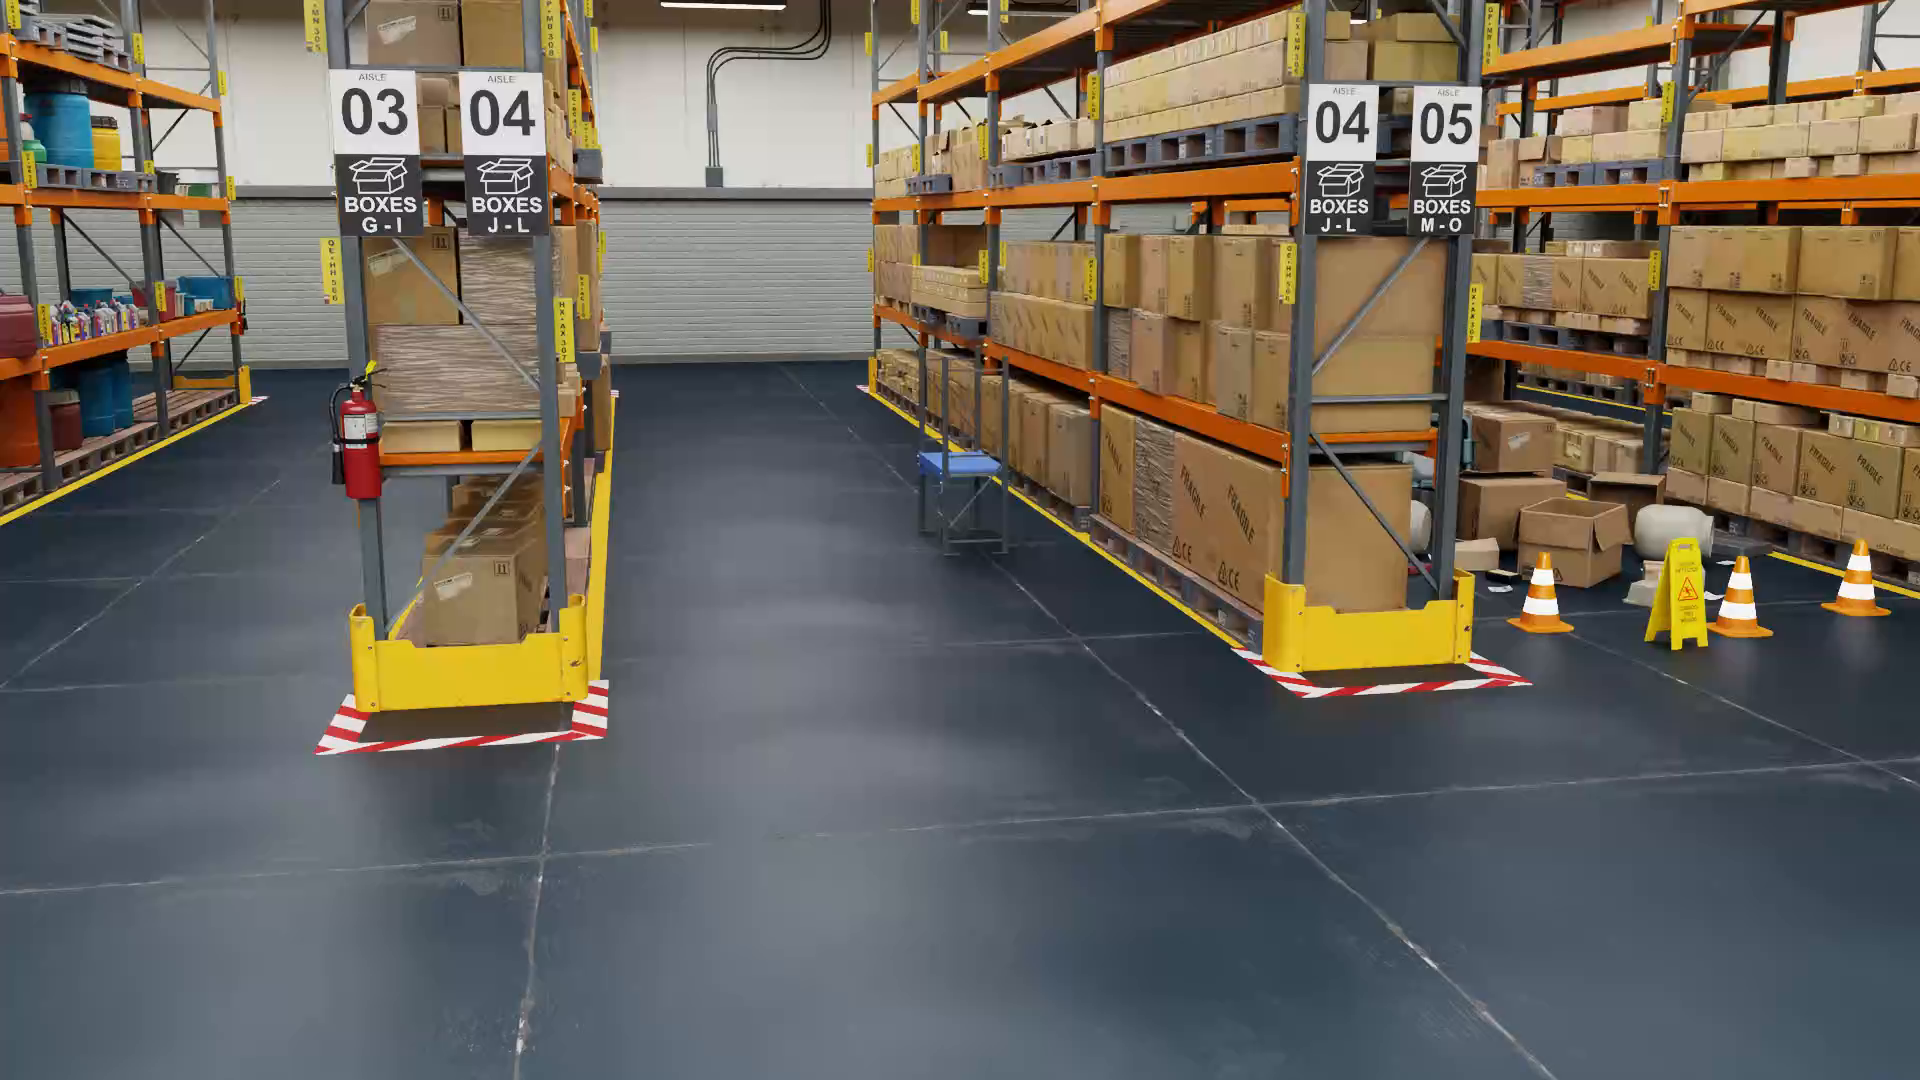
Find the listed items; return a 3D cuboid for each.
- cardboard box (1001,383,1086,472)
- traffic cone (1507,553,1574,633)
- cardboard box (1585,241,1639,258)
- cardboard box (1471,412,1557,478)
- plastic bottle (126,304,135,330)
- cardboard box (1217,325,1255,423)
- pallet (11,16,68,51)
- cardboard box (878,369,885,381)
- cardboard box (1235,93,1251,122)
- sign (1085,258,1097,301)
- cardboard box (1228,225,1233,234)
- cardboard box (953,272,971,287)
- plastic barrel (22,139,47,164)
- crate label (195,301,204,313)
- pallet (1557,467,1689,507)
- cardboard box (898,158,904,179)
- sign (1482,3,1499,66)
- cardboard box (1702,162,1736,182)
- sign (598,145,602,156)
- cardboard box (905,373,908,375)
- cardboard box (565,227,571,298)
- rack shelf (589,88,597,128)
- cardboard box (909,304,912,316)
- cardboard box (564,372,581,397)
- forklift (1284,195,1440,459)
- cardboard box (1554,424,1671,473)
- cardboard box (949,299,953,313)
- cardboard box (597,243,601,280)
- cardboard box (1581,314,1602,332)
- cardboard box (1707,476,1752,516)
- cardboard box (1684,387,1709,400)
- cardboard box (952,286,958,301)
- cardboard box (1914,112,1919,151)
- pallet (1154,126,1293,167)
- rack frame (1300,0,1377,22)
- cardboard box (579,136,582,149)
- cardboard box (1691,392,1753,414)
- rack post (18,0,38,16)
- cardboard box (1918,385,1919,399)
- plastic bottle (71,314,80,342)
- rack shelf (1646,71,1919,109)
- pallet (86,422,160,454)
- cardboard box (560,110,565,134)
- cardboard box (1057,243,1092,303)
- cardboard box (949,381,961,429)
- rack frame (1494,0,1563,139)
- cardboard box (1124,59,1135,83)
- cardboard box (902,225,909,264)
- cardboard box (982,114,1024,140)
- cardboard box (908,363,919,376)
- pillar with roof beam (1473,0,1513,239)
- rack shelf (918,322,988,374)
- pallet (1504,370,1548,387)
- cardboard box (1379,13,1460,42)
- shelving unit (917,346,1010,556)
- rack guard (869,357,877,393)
[{"bbox_3d":[0.977,-1.080,15.743,1.050,0.750,0.750,-2,11,-10],"label":"cardboard box"},{"bbox_3d":[3.619,0.310,10.329,0.336,0.463,0.334,-2,11,-11],"label":"traffic cone"},{"bbox_3d":[5.930,-2.642,15.133,0.380,0.149,0.250,-2,11,-13],"label":"cardboard box"},{"bbox_3d":[4.648,-0.793,14.000,0.500,0.500,0.500,-2,11,-11],"label":"cardboard box"},{"bbox_3d":[-9.264,-2.487,18.554,0.061,0.283,0.133,-2,11,-11],"label":"plastic bottle"},{"bbox_3d":[2.085,-1.027,10.169,0.875,0.550,0.550,-2,11,-11],"label":"cardboard box"},{"bbox_3d":[-9.080,-4.704,15.416,1.213,0.211,1.003,-2,11,-11],"label":"pallet"},{"bbox_3d":[-0.994,-2.420,24.388,0.380,0.149,0.250,-2,11,-10],"label":"cardboard box"},{"bbox_3d":[1.834,-2.534,9.749,0.380,0.149,0.250,-2,11,-10],"label":"cardboard box"},{"bbox_3d":[1.021,-2.029,12.949,0.100,0.325,0.005,-2,11,-11],"label":"sign"},{"bbox_3d":[4.089,-4.465,23.958,0.380,0.149,0.250,-2,11,-10],"label":"cardboard box"},{"bbox_3d":[0.131,-2.797,17.826,0.380,0.149,0.250,-2,11,-9],"label":"cardboard box"},{"bbox_3d":[-8.950,-3.718,15.981,0.294,0.245,0.294,0,11,0],"label":"plastic barrel"},{"bbox_3d":[-10.069,-3.033,21.652,0.396,0.136,0.243,-2,11,-11],"label":"crate label"},{"bbox_3d":[6.235,-0.492,15.217,1.003,0.211,1.213,-2,11,-11],"label":"pallet"},{"bbox_3d":[-0.539,-4.900,21.960,0.500,0.250,0.500,-2,11,-9],"label":"cardboard box"},{"bbox_3d":[2.875,-2.748,9.039,0.100,0.325,0.005,-2,11,-11],"label":"sign"},{"bbox_3d":[6.201,-2.953,13.339,0.380,0.149,0.250,-2,11,-11],"label":"cardboard box"},{"bbox_3d":[-5.132,-5.446,23.611,0.100,0.325,0.005,-2,11,-11],"label":"sign"},{"bbox_3d":[-0.533,-2.179,22.330,0.380,0.149,0.250,-2,11,-10],"label":"cardboard box"},{"bbox_3d":[-2.584,-1.606,9.875,0.500,0.500,0.500,-2,11,-11],"label":"cardboard box"},{"bbox_3d":[-5.278,-5.590,21.493,1.077,0.370,4.000,-2,11,-11],"label":"rack shelf"},{"bbox_3d":[-0.446,-2.952,21.353,0.380,0.149,0.250,-2,11,-13],"label":"cardboard box"},{"bbox_3d":[-2.816,-1.071,11.471,0.380,0.149,0.250,-2,11,-11],"label":"cardboard box"},{"bbox_3d":[3.645,-1.855,15.103,1.130,2.935,3.031,-3,11,-15],"label":"forklift"},{"bbox_3d":[6.140,-0.862,15.610,0.950,0.372,0.625,-1,11,-7],"label":"cardboard box"},{"bbox_3d":[0.085,-2.549,18.118,0.380,0.149,0.250,-2,11,-12],"label":"cardboard box"},{"bbox_3d":[-5.314,-3.921,23.373,0.500,0.500,0.500,-2,11,-10],"label":"cardboard box"},{"bbox_3d":[5.898,-1.981,15.133,0.380,0.149,0.250,-2,11,-12],"label":"cardboard box"},{"bbox_3d":[6.352,-0.359,13.292,0.500,0.250,0.500,-1,11,-8],"label":"cardboard box"},{"bbox_3d":[9.779,-2.060,21.559,0.500,0.500,0.500,-2,11,-13],"label":"cardboard box"},{"bbox_3d":[0.124,-2.654,17.873,0.380,0.149,0.250,-2,11,-10],"label":"cardboard box"},{"bbox_3d":[6.718,-2.708,10.987,0.500,0.250,0.500,-2,11,-12],"label":"cardboard box"},{"bbox_3d":[1.935,-2.577,10.927,1.003,0.211,1.213,-2,11,-11],"label":"pallet"},{"bbox_3d":[4.832,-6.133,21.354,1.000,3.000,0.127,-2,11,-11],"label":"rack frame"},{"bbox_3d":[-3.663,-3.689,14.927,0.500,0.500,0.500,-2,11,-11],"label":"cardboard box"},{"bbox_3d":[6.203,-1.119,13.541,0.380,0.149,0.250,-2,11,-10],"label":"cardboard box"},{"bbox_3d":[-9.151,-4.954,15.357,0.954,0.300,0.937,-2,11,-11],"label":"rack post"},{"bbox_3d":[6.696,-1.013,11.169,0.380,0.149,0.250,-2,11,-12],"label":"cardboard box"},{"bbox_3d":[-8.912,-2.132,16.719,0.097,0.271,0.097,0,11,0],"label":"plastic bottle"},{"bbox_3d":[10.089,-5.398,20.484,1.077,0.370,4.000,-2,11,-11],"label":"rack shelf"},{"bbox_3d":[-9.638,-1.133,18.585,1.003,0.211,1.213,-2,11,-11],"label":"pallet"},{"bbox_3d":[-2.811,-2.760,10.990,0.380,0.149,0.250,-2,11,-13],"label":"cardboard box"},{"bbox_3d":[1.250,-2.339,14.520,0.700,0.500,0.500,-2,11,-11],"label":"cardboard box"},{"bbox_3d":[0.173,-1.535,18.804,0.500,0.500,0.500,-3,11,-14],"label":"cardboard box"},{"bbox_3d":[8.922,-7.048,26.161,1.000,3.000,0.127,-2,11,-11],"label":"rack frame"},{"bbox_3d":[1.389,-3.346,11.878,0.380,0.149,0.250,-2,11,-12],"label":"cardboard box"},{"bbox_3d":[-0.467,-3.845,21.640,0.500,0.500,0.500,-2,11,-13],"label":"cardboard box"},{"bbox_3d":[0.440,-4.218,16.996,0.396,0.266,0.258,-2,11,-11],"label":"cardboard box"},{"bbox_3d":[-0.473,-2.233,21.814,0.380,0.149,0.250,-2,11,-12],"label":"cardboard box"},{"bbox_3d":[5.059,-7.419,28.108,9.100,9.000,0.548,-2,11,-11],"label":"pillar with roof beam"},{"bbox_3d":[0.385,-2.268,19.012,1.077,0.370,4.000,-2,11,-11],"label":"rack shelf"},{"bbox_3d":[9.093,-2.571,26.141,1.003,0.211,1.213,-2,11,-11],"label":"pallet"},{"bbox_3d":[2.577,-2.857,9.311,0.380,0.149,0.250,-2,11,-10],"label":"cardboard box"},{"bbox_3d":[0.017,-0.721,12.974,0.538,1.500,1.048,-2,11,-11],"label":"shelving unit"},{"bbox_3d":[-0.767,-2.480,24.887,1.175,0.500,0.348,-2,11,-11],"label":"rack guard"}]
